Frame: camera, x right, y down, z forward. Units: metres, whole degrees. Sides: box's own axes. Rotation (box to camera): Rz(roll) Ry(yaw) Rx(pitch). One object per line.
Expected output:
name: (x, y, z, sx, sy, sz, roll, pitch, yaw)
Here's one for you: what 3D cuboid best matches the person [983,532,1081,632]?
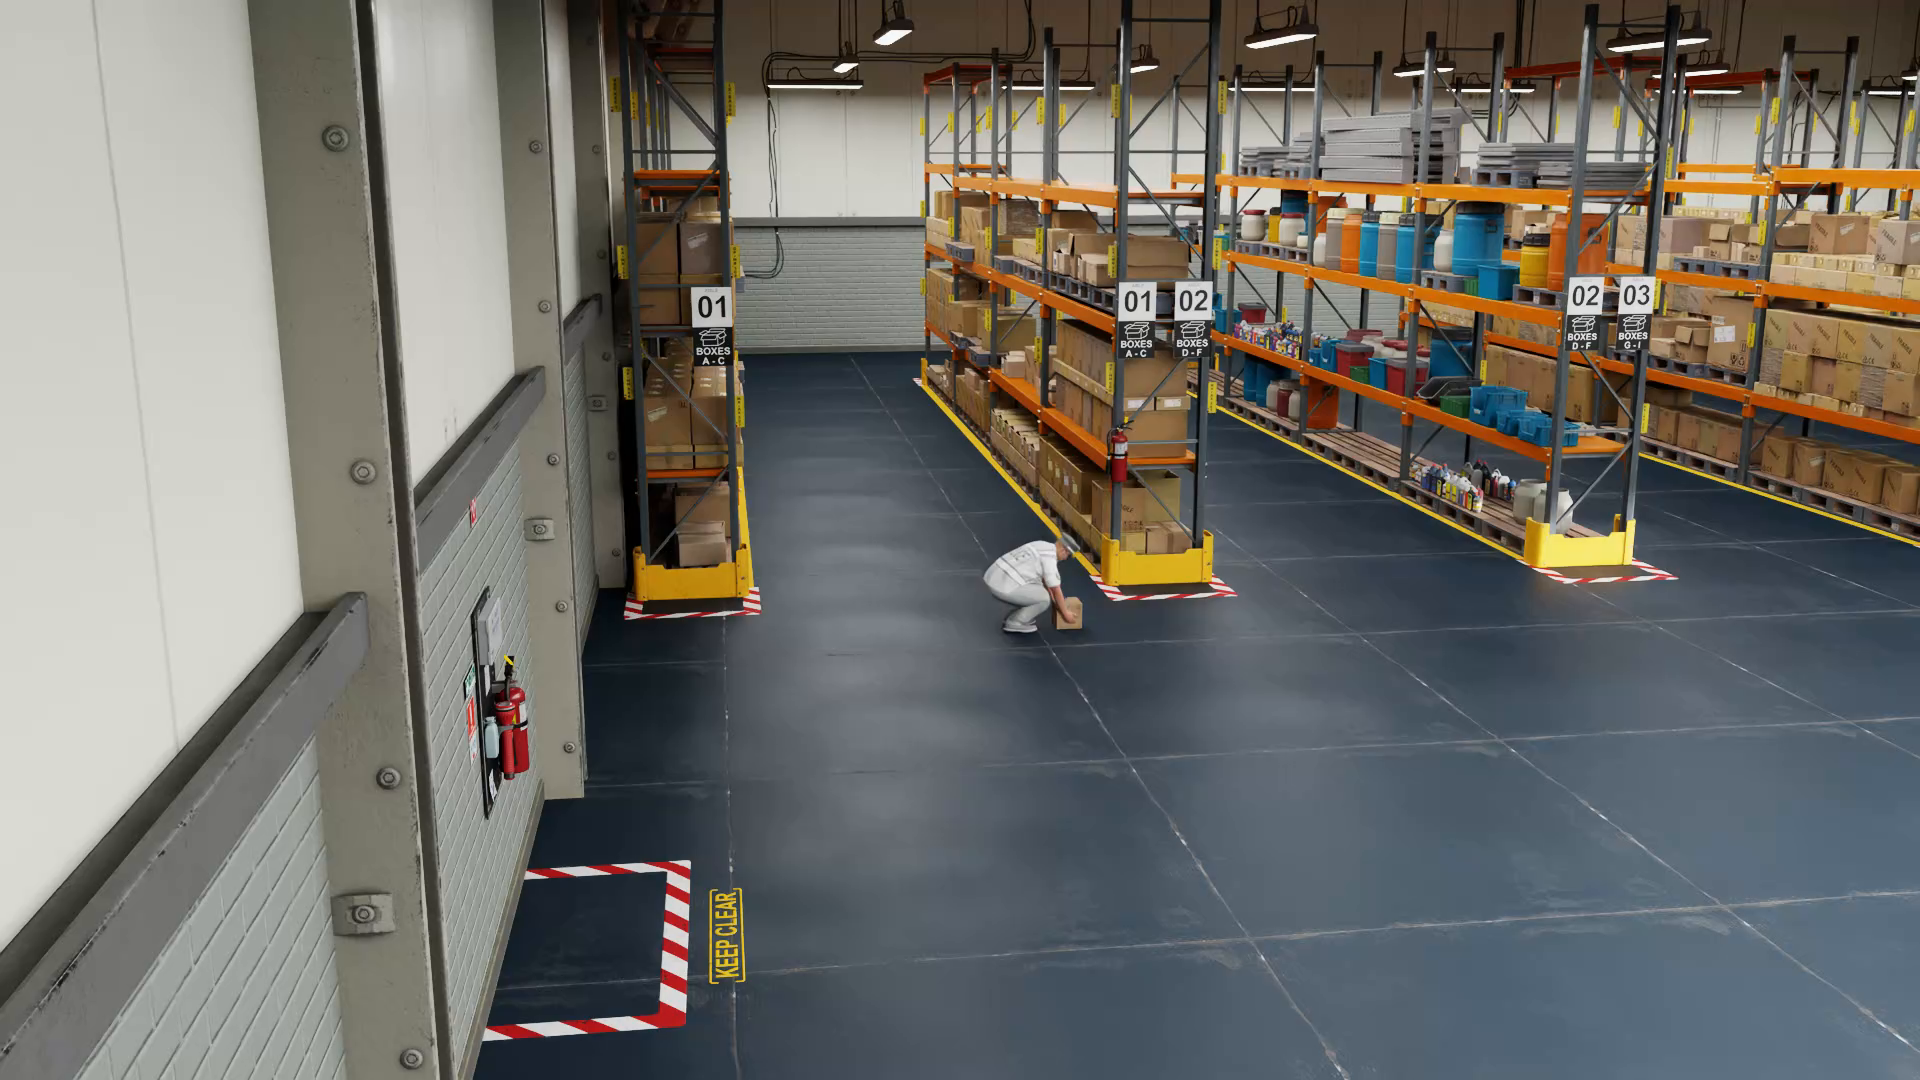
person: (0.708, 0.401, 16.101, 0.953, 0.920, 0.562, -2, 13, -8)
